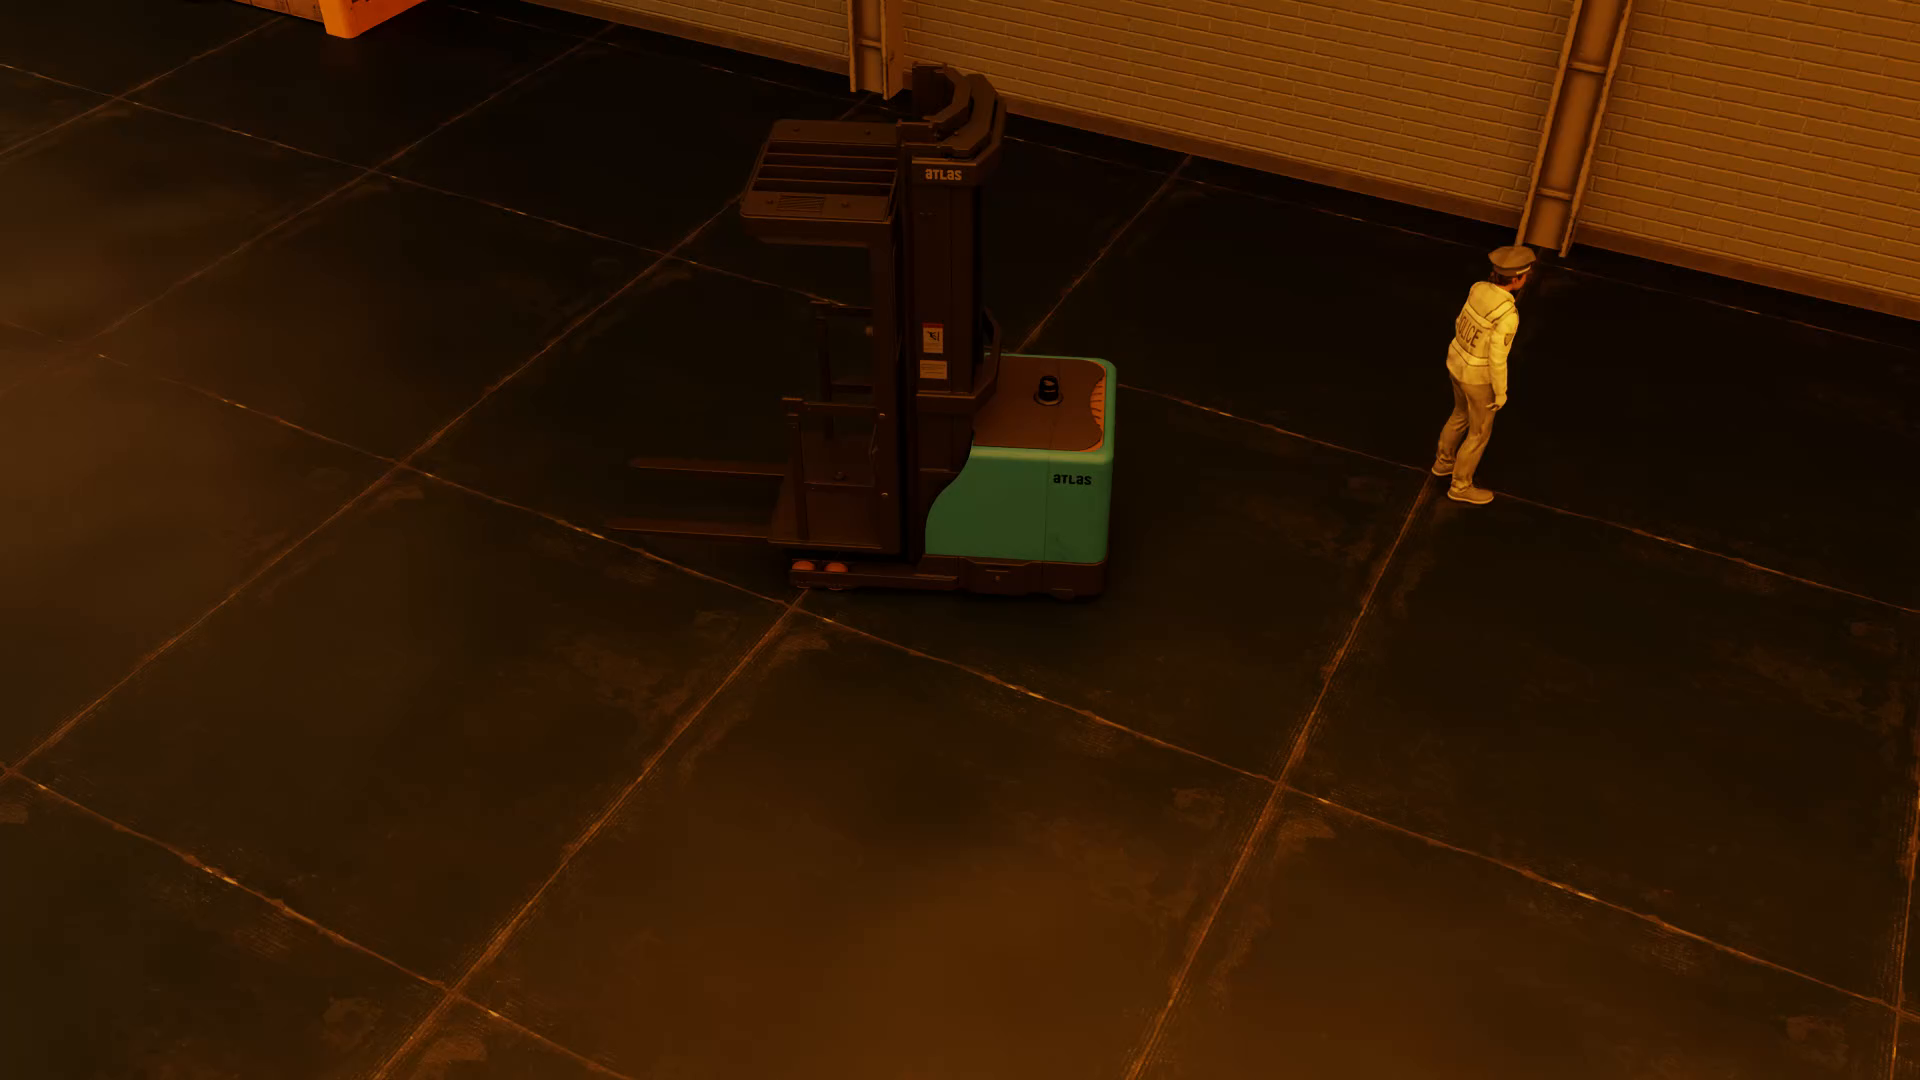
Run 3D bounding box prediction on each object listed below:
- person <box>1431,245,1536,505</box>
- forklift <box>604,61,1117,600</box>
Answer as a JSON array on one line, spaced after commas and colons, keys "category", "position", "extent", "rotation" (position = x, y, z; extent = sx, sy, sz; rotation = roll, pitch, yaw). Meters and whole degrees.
[{"category": "person", "position": [3.179, -1.018, 10.180], "extent": [0.375, 1.664, 0.547], "rotation": [-8, 41, -9]}, {"category": "forklift", "position": [-0.606, -1.157, 9.360], "extent": [3.031, 2.935, 1.130], "rotation": [3, 40, 4]}]
